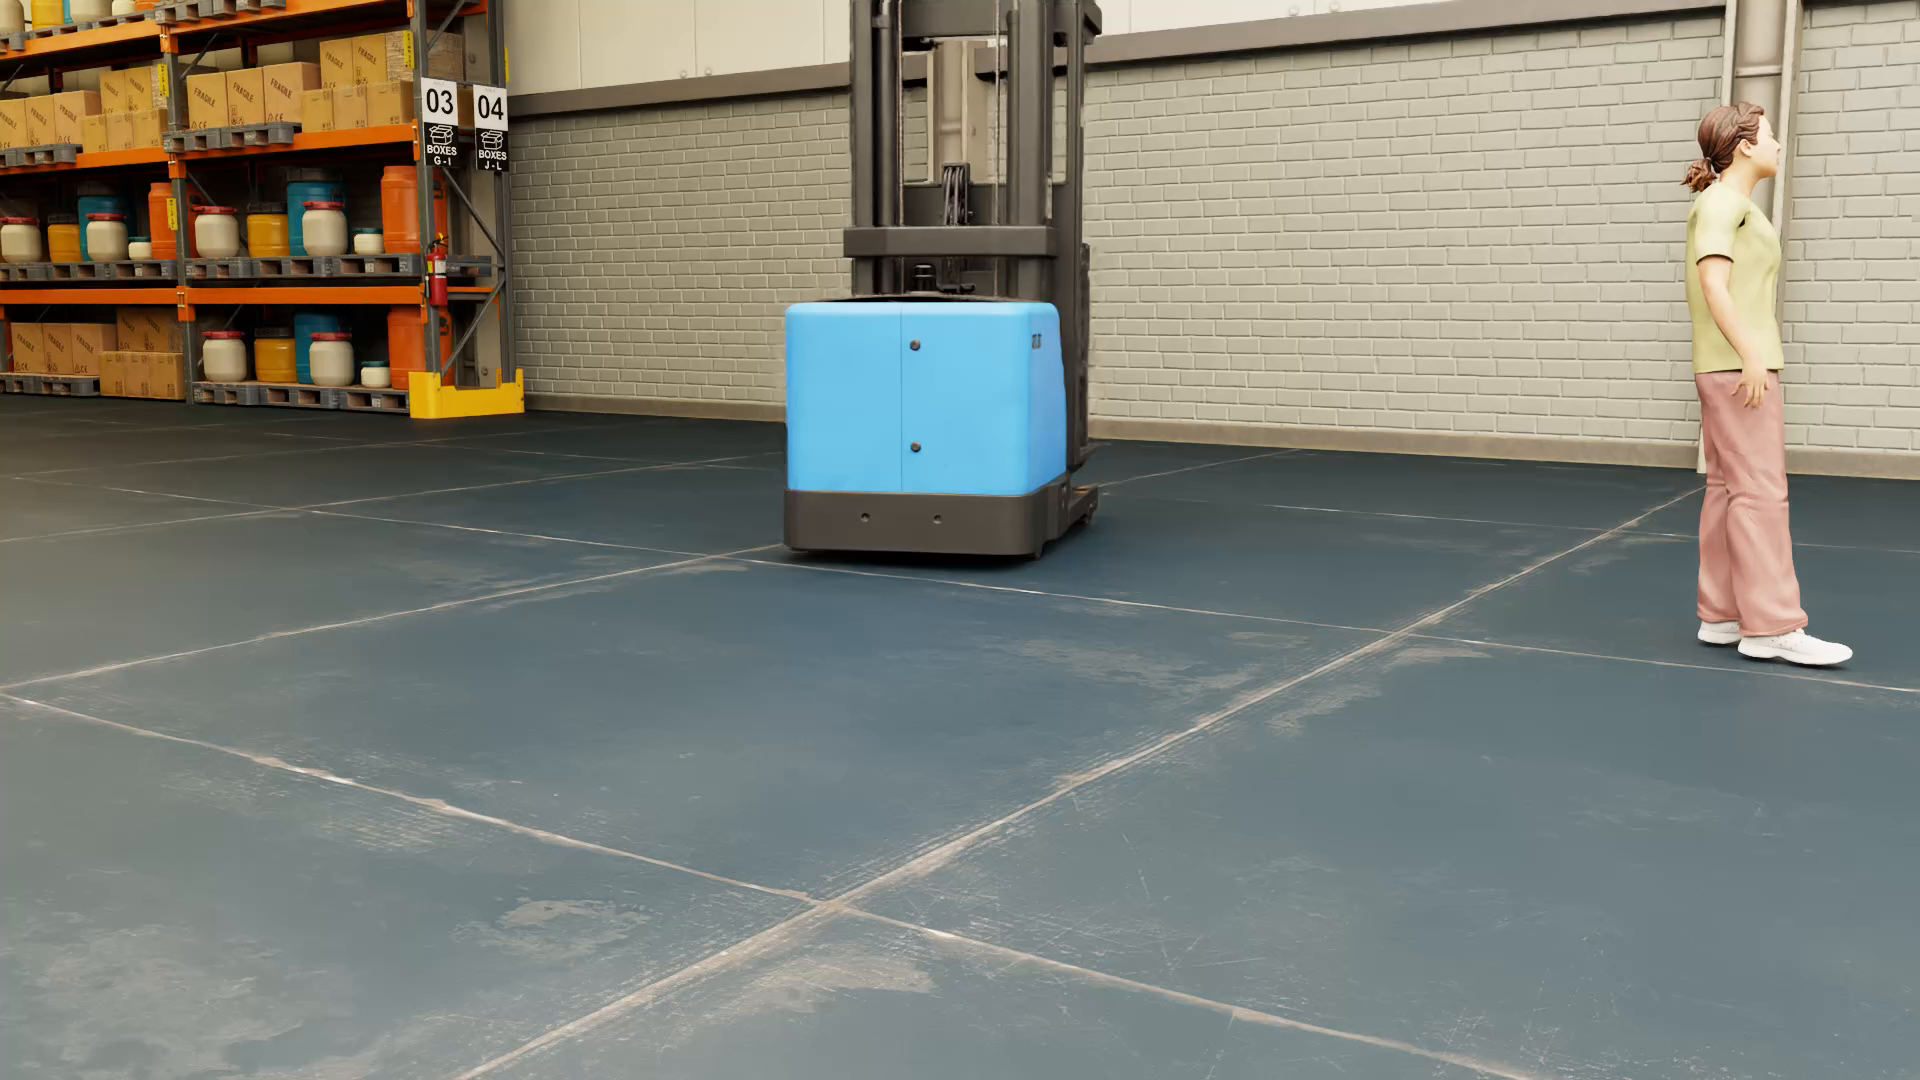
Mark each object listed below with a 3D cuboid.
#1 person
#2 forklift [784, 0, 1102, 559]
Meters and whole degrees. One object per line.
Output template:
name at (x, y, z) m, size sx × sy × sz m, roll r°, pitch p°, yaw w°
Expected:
person at (2.470, -0.499, 5.110) m, size 0.548 × 1.673 × 0.553 m, roll 3°, pitch 9°, yaw 23°
forklift at (0.080, -1.539, 8.018) m, size 1.130 × 2.935 × 3.031 m, roll 2°, pitch 8°, yaw 12°
